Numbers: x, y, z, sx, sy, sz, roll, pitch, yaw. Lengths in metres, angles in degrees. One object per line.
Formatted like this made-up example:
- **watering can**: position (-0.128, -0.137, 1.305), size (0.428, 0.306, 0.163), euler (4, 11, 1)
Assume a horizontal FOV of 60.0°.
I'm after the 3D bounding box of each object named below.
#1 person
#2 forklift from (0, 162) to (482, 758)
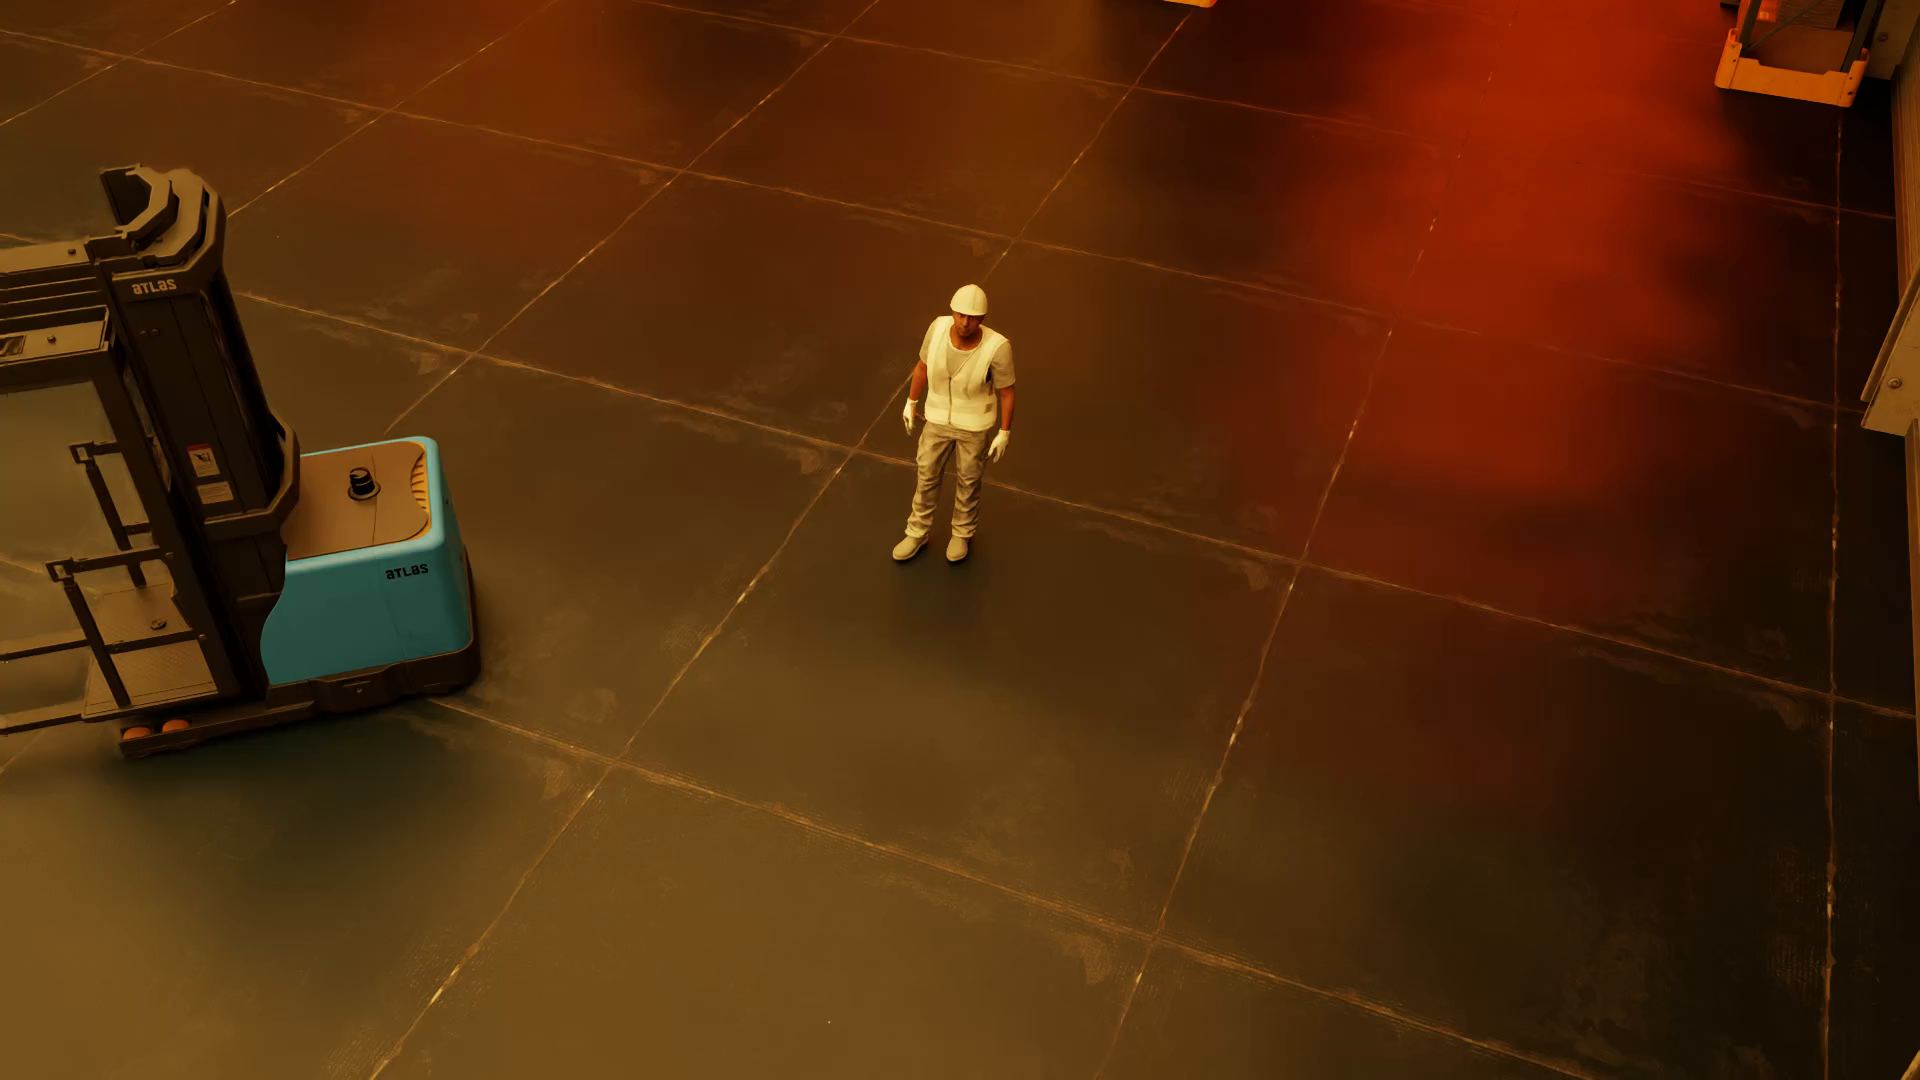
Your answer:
- **person**: position (-0.036, -0.649, 9.665), size (0.656, 1.782, 0.577), euler (15, 42, 17)
- **forklift**: position (-4.254, -0.340, 8.413), size (3.031, 2.935, 1.130), euler (-11, 41, -12)
